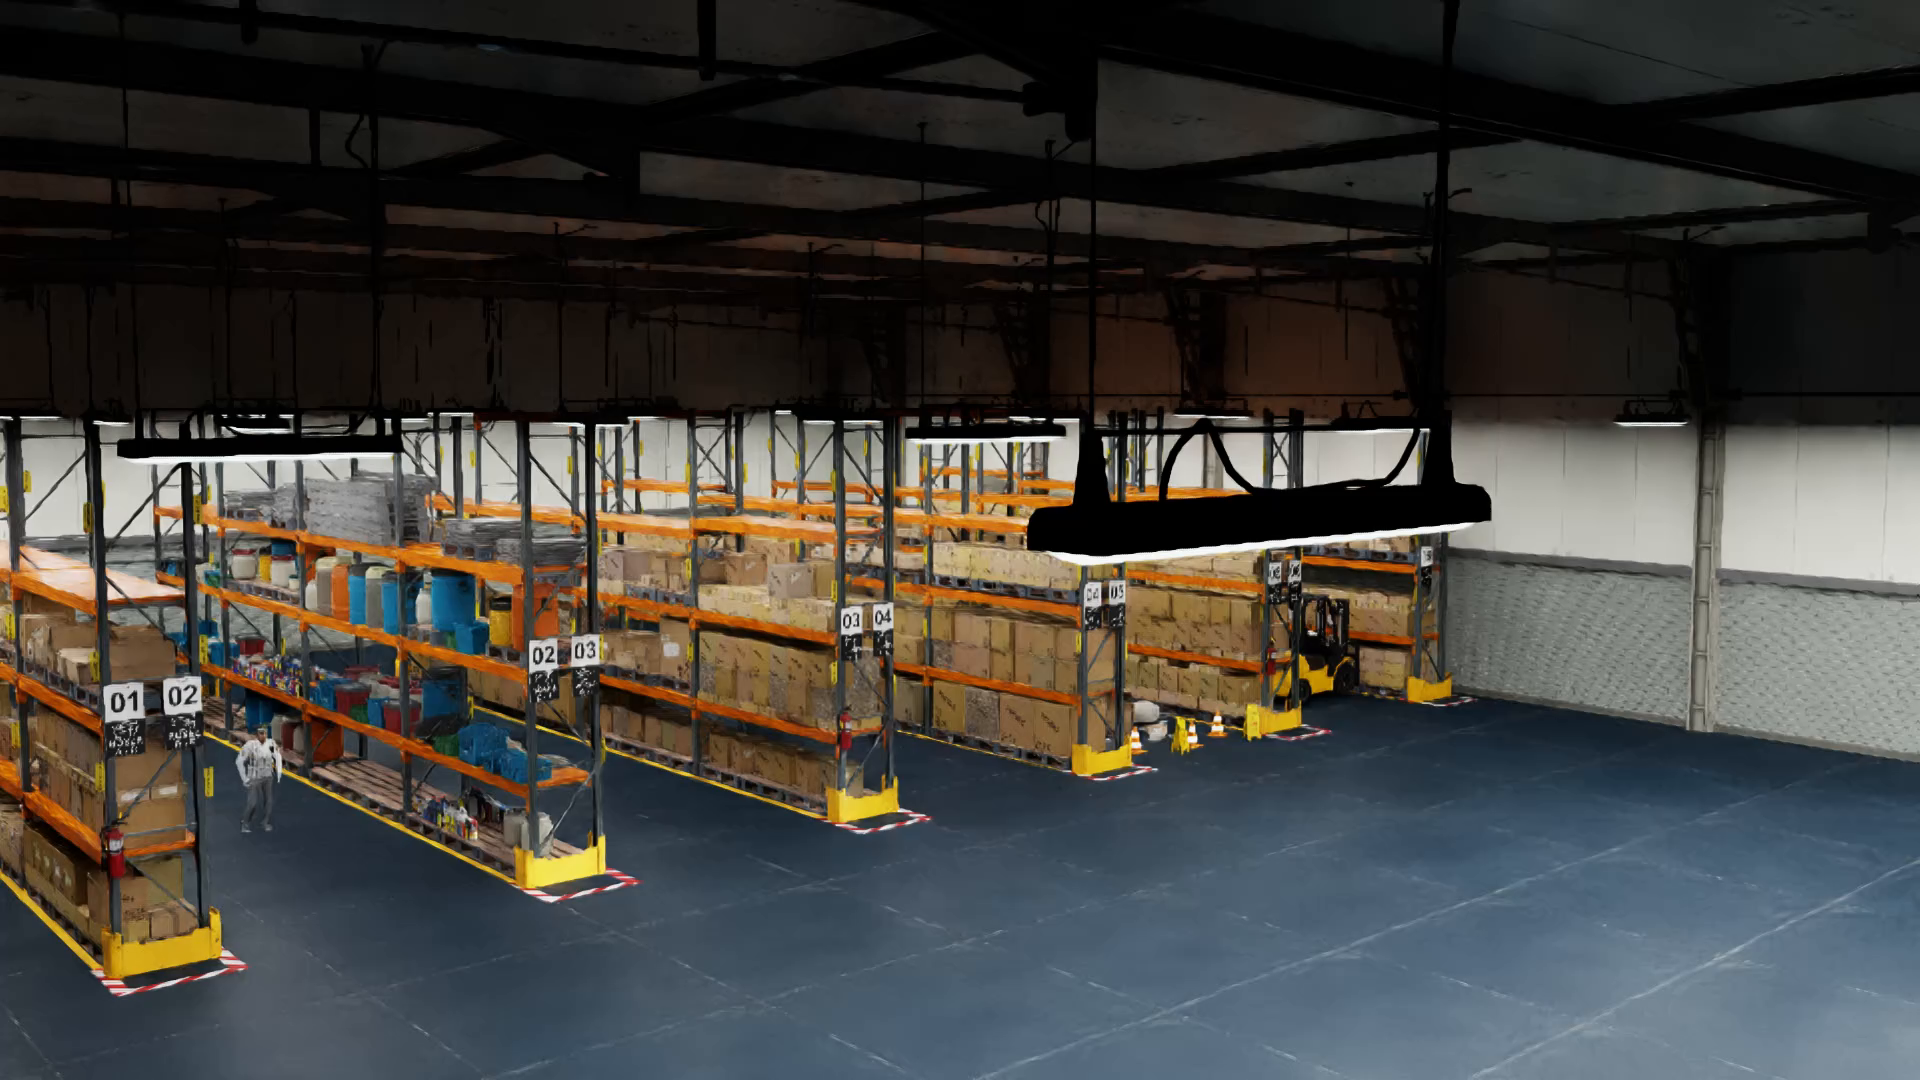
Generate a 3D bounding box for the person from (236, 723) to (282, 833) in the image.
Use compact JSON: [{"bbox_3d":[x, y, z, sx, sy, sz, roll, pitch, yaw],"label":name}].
[{"bbox_3d":[-10.113,3.416,24.017,0.639,1.632,0.512,-5,7,-43],"label":"person"}]
